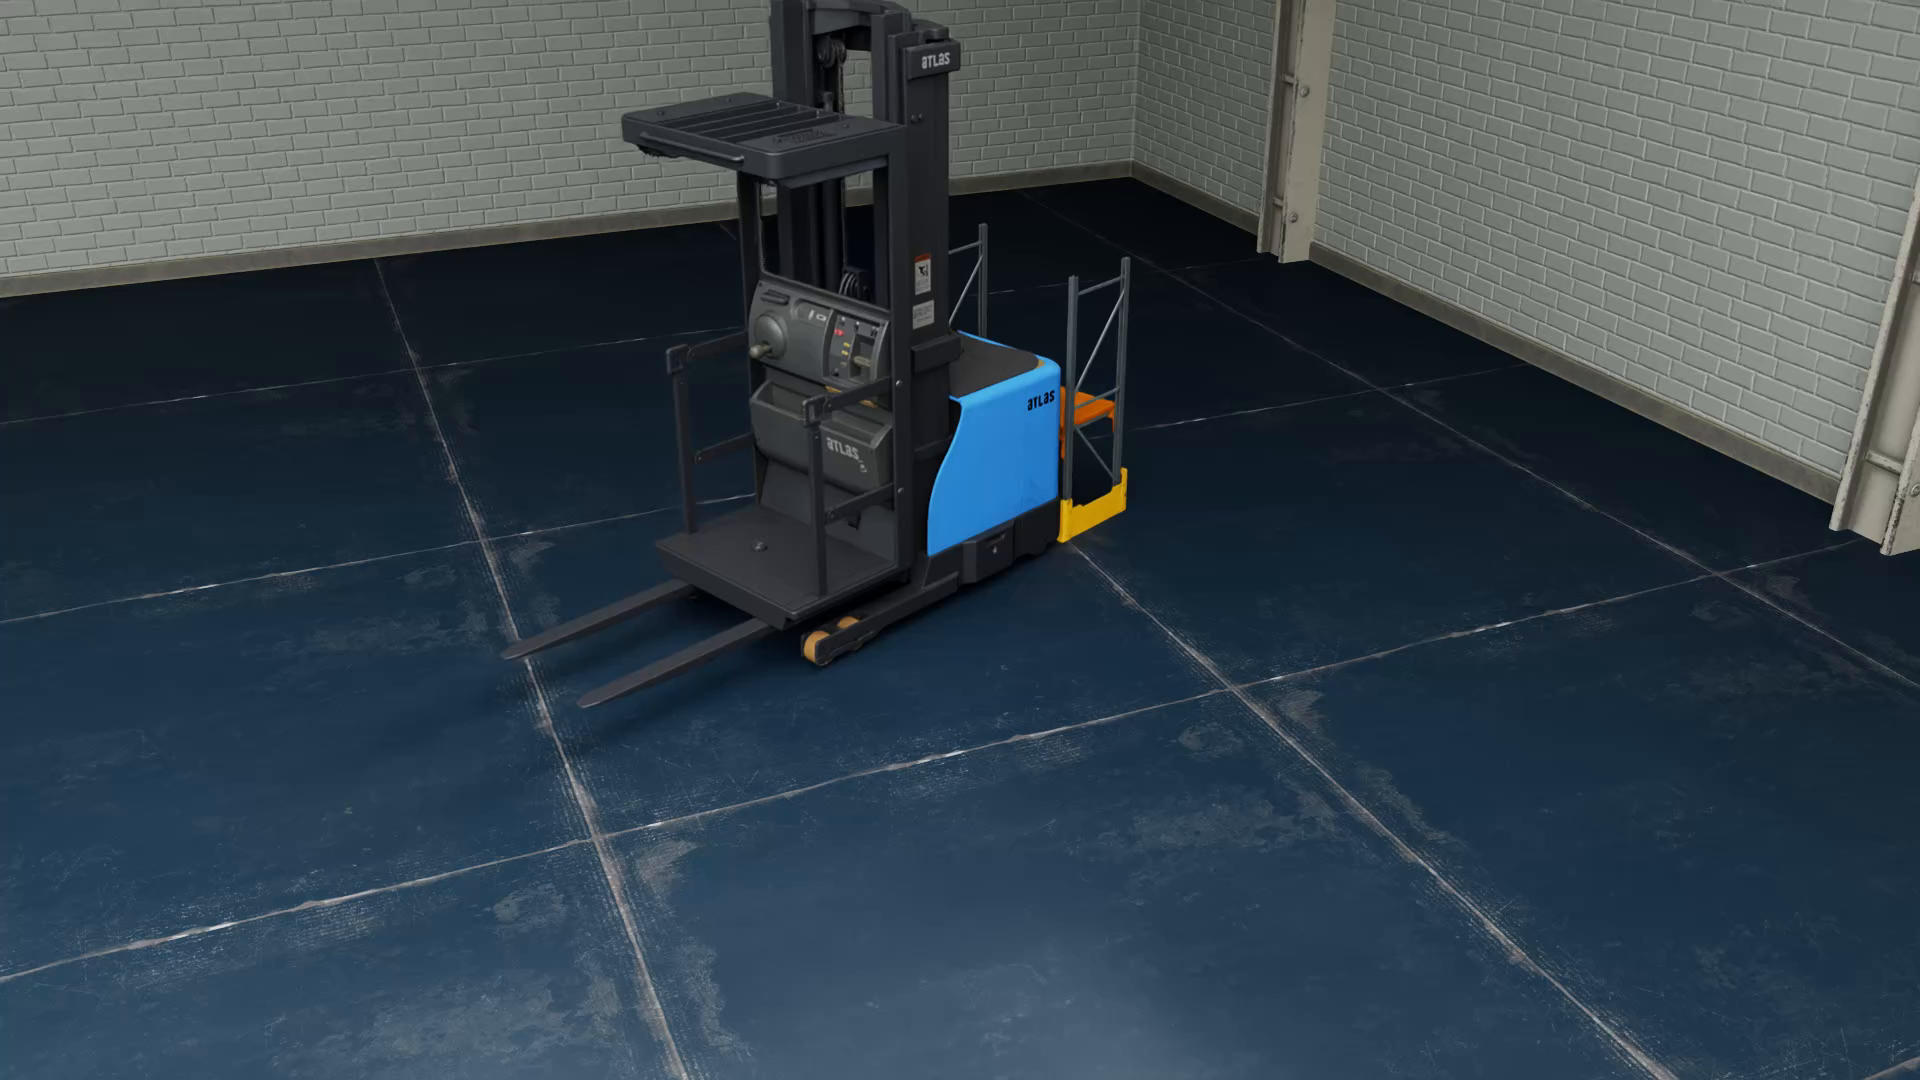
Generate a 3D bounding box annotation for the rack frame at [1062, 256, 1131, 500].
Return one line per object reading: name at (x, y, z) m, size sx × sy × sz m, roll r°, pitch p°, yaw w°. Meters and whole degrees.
rack frame at (0.742, -0.768, 9.114) m, size 0.032 × 1.500 × 0.500 m, roll 21°, pitch 33°, yaw 37°

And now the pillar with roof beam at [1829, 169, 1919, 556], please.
pillar with roof beam at (1.164, -3.323, 5.800) m, size 9.100 × 9.000 × 0.400 m, roll -11°, pitch 28°, yaw -21°

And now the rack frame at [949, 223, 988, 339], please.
rack frame at (-0.018, -1.065, 9.722) m, size 0.032 × 1.500 × 0.500 m, roll 21°, pitch 33°, yaw 37°

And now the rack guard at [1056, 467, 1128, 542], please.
rack guard at (0.741, -0.207, 9.389) m, size 0.087 × 0.250 × 0.587 m, roll 21°, pitch 33°, yaw 37°

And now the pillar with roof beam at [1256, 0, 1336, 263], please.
pillar with roof beam at (-1.186, -5.746, 10.761) m, size 9.100 × 9.000 × 0.400 m, roll -11°, pitch 28°, yaw -21°

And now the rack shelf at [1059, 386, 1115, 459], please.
rack shelf at (0.362, -0.755, 9.497) m, size 1.000 × 0.185 × 0.538 m, roll 21°, pitch 33°, yaw 37°

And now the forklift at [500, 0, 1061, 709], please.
forklift at (-0.835, -0.966, 7.888) m, size 1.130 × 2.935 × 3.031 m, roll 23°, pitch 34°, yaw 38°

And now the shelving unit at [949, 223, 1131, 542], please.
shelving unit at (0.369, -0.914, 9.413) m, size 1.083 × 1.500 × 0.587 m, roll 21°, pitch 33°, yaw 37°
